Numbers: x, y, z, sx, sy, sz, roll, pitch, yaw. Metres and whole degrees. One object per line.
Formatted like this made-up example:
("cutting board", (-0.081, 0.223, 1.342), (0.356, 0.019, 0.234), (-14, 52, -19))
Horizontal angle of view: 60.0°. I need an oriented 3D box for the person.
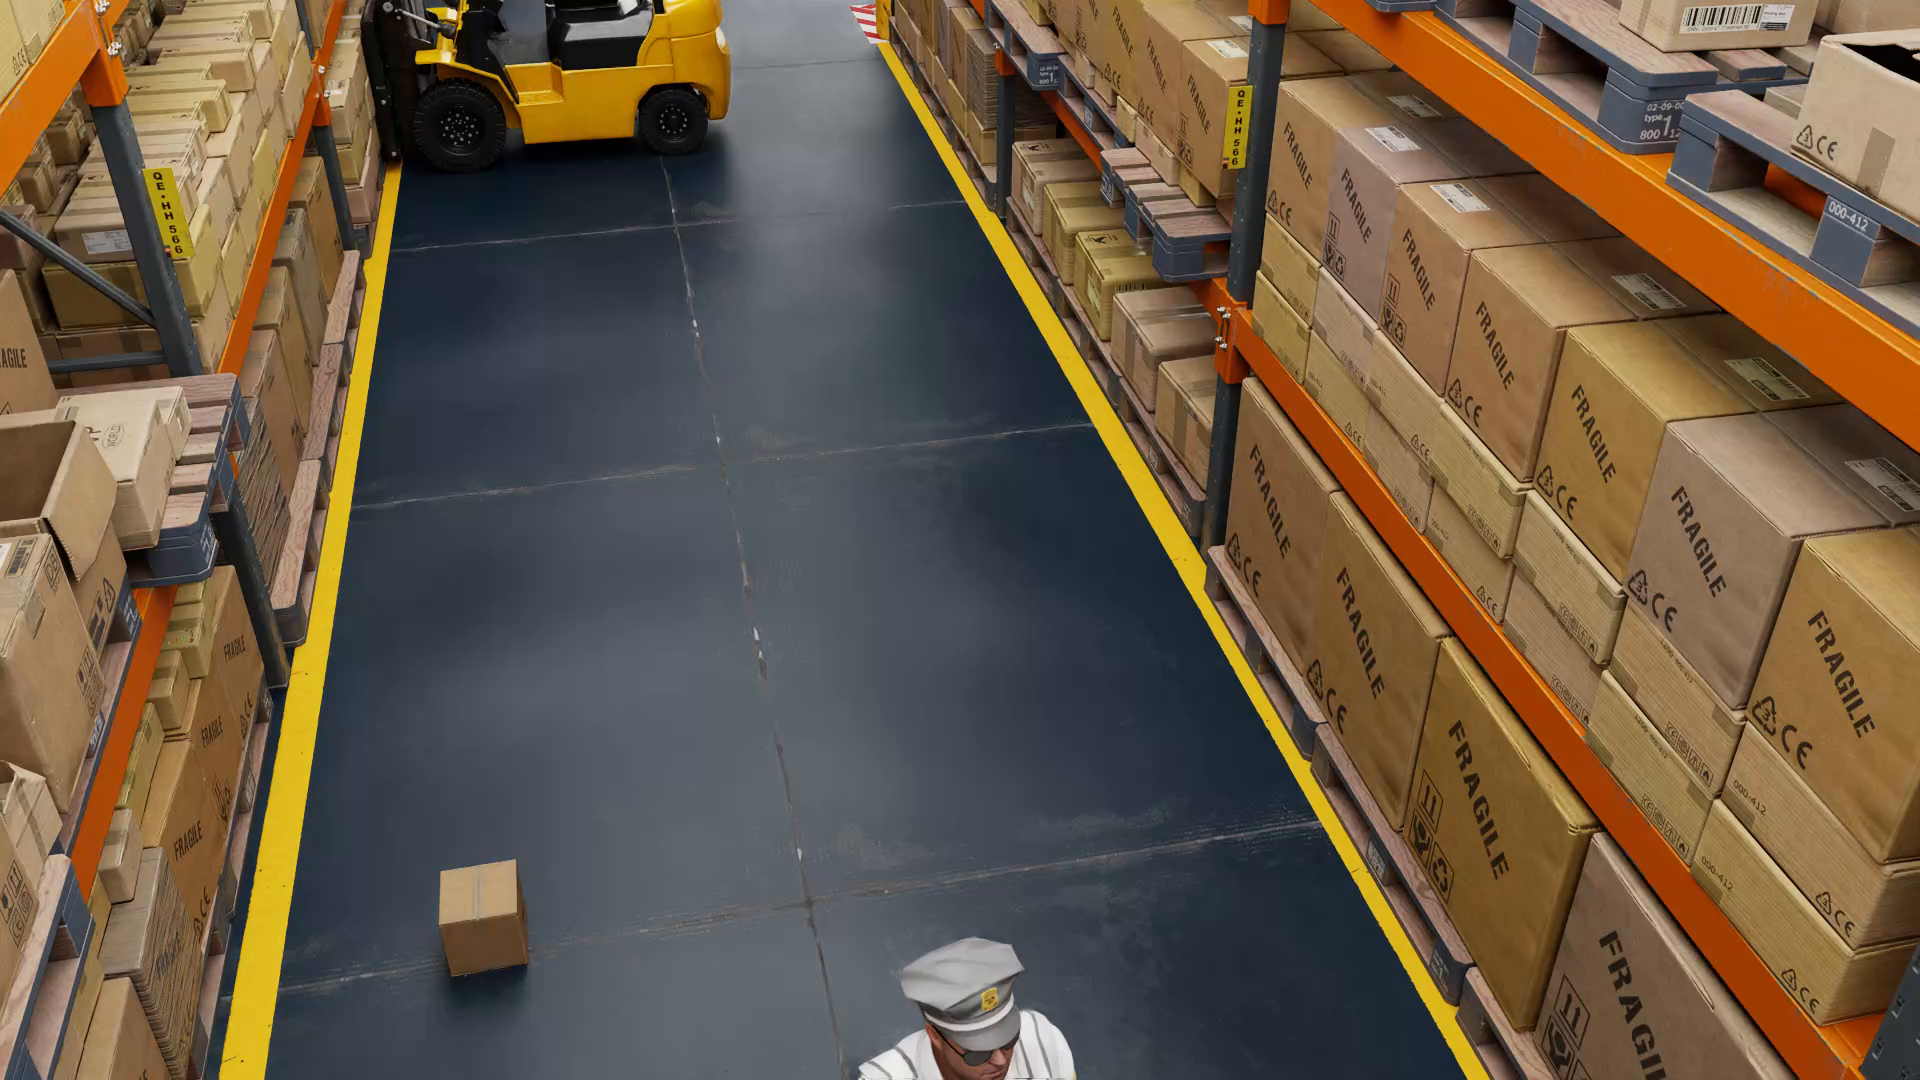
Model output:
("person", (0.026, 1.594, 3.733), (0.564, 1.780, 0.476), (-15, 37, -21))
